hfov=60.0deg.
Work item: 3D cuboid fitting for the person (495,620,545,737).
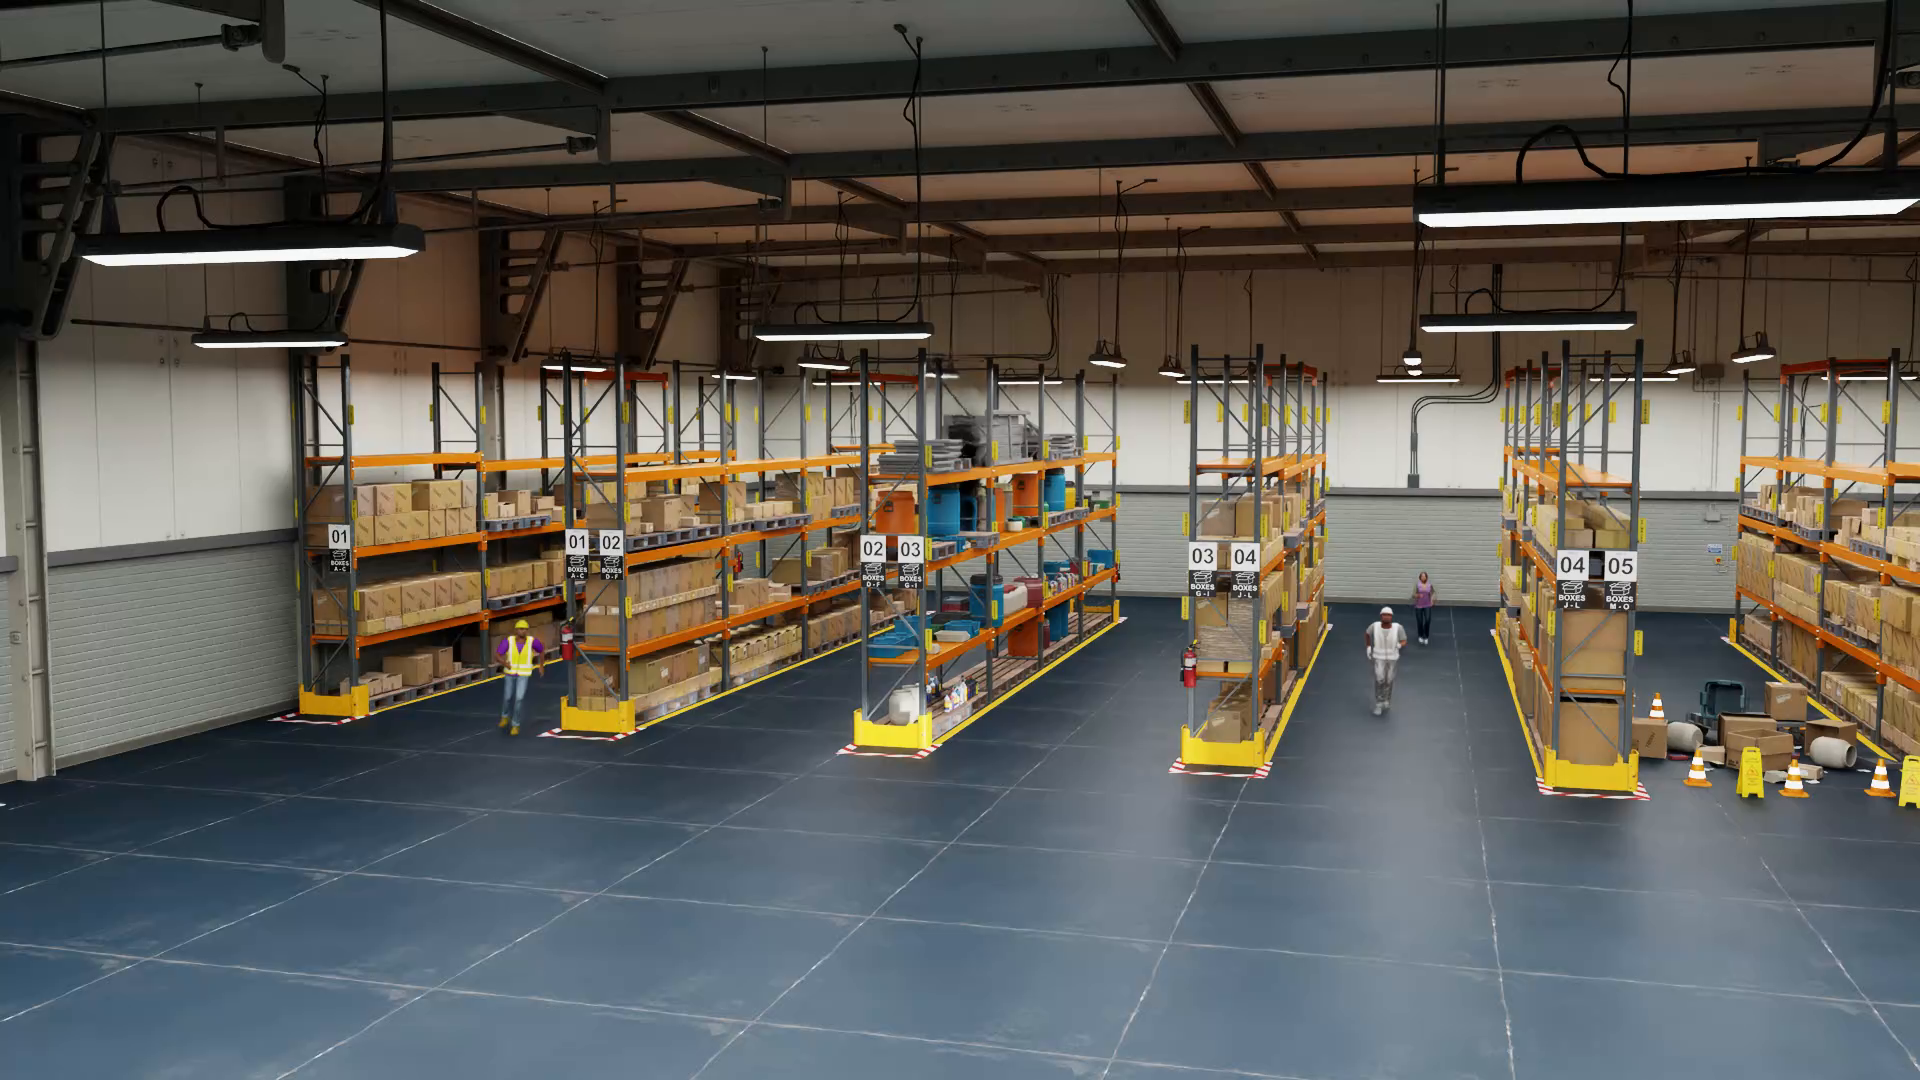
[{"bbox_3d":[-6.955,2.149,26.280,0.760,1.789,0.862,-1,4,-12],"label":"person"}]

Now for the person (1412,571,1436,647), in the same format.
[{"bbox_3d":[10.070,1.505,36.124,0.514,1.616,0.653,1,4,13],"label":"person"}]

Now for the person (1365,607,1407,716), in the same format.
[{"bbox_3d":[7.155,2.032,27.903,0.663,1.824,0.769,1,4,8],"label":"person"}]
